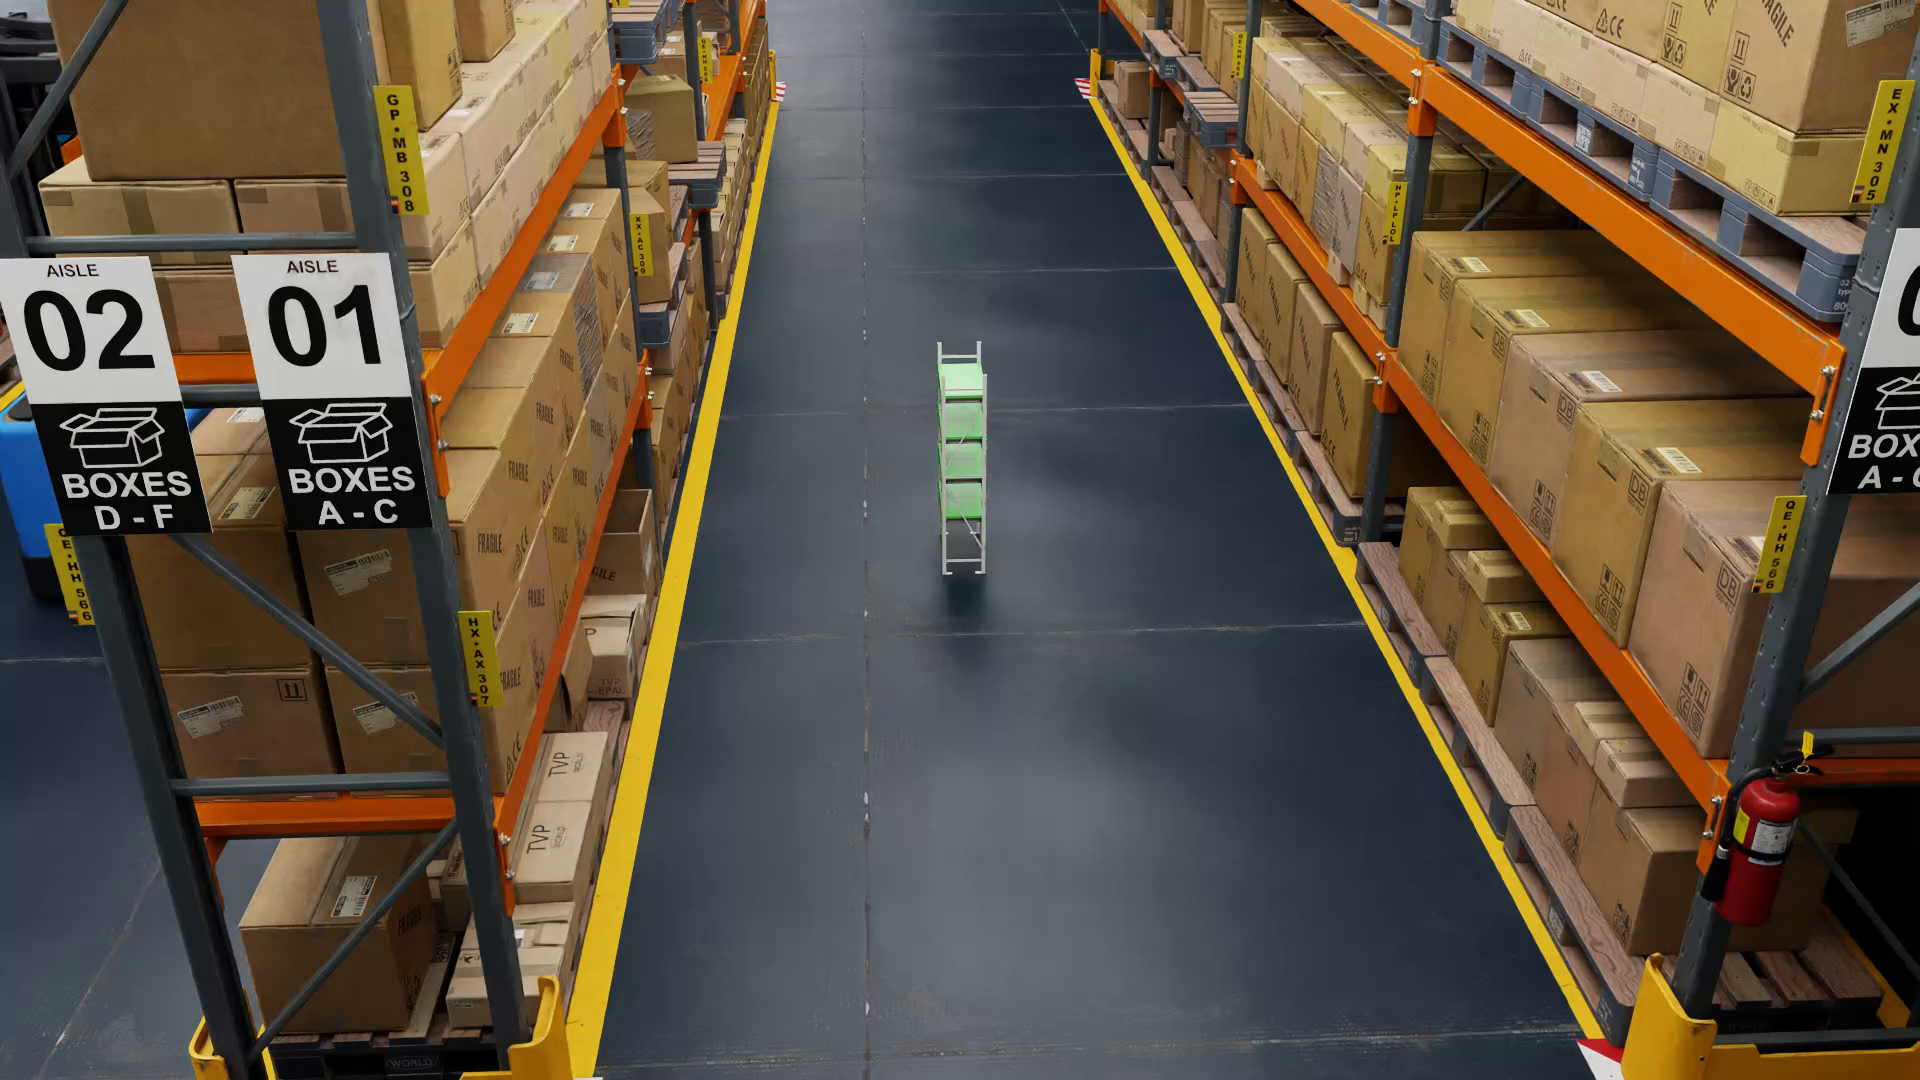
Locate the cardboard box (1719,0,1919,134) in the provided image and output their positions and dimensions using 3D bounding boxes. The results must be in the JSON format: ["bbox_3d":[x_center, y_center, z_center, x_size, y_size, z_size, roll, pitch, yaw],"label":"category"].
[{"bbox_3d":[2.681,-1.530,4.986,0.500,0.500,0.500,-1,28,-3],"label":"cardboard box"}]

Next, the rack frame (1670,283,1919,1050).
[{"bbox_3d":[2.992,0.628,5.303,1.000,3.000,0.127,-1,28,-3],"label":"rack frame"}]

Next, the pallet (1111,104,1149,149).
[{"bbox_3d":[2.228,-4.552,18.249,1.003,0.211,1.213,-1,28,-3],"label":"pallet"}]

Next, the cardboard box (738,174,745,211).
[{"bbox_3d":[-2.218,-3.105,14.980,0.500,0.250,0.500,-1,28,-2],"label":"cardboard box"}]

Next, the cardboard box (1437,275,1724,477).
[{"bbox_3d":[2.828,-0.764,7.648,0.980,0.700,0.700,-2,28,-4],"label":"cardboard box"}]

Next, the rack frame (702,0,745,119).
[{"bbox_3d":[-2.581,-4.793,15.696,1.000,3.000,0.127,-1,28,-3],"label":"rack frame"}]

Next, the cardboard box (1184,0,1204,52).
[{"bbox_3d":[2.380,-4.659,14.856,0.700,0.500,0.500,1,28,3],"label":"cardboard box"}]

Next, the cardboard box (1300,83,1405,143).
[{"bbox_3d":[2.432,-2.654,10.332,0.500,0.250,0.500,-2,28,-4],"label":"cardboard box"}]

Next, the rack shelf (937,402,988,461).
[{"bbox_3d":[0.009,-0.612,9.245,0.258,0.148,0.480,-1,28,-3],"label":"rack shelf"}]

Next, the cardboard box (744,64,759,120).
[{"bbox_3d":[-2.327,-4.545,16.928,0.500,0.500,0.500,-1,28,-3],"label":"cardboard box"}]

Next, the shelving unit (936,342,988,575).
[{"bbox_3d":[0.009,-0.456,9.326,0.258,1.200,0.503,-1,28,-3],"label":"shelving unit"}]

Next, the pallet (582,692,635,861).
[{"bbox_3d":[-2.062,1.020,7.566,1.003,0.211,1.213,-1,28,-3],"label":"pallet"}]

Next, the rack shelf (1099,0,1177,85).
[{"bbox_3d":[2.261,-5.519,17.865,1.077,0.370,4.000,-1,28,-3],"label":"rack shelf"}]

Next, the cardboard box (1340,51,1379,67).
[{"bbox_3d":[2.880,-3.142,11.268,0.500,0.250,0.500,-2,28,-4],"label":"cardboard box"}]

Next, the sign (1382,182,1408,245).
[{"bbox_3d":[2.242,-1.680,8.561,0.100,0.325,0.005,-1,28,-3],"label":"sign"}]

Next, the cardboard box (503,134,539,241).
[{"bbox_3d":[-1.769,-1.220,5.764,0.500,0.250,0.500,-1,28,-3],"label":"cardboard box"}]

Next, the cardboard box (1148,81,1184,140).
[{"bbox_3d":[2.271,-4.479,17.322,0.500,0.500,0.500,-3,28,-7],"label":"cardboard box"}]

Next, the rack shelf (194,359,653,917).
[{"bbox_3d":[-2.059,0.144,7.007,1.077,0.370,4.000,-1,28,-3],"label":"rack shelf"}]

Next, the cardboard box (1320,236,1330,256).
[{"bbox_3d":[2.460,-1.854,10.311,0.380,0.149,0.250,-2,28,-4],"label":"cardboard box"}]

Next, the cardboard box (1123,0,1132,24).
[{"bbox_3d":[1.979,-5.530,17.250,0.500,0.250,0.500,-2,28,-3],"label":"cardboard box"}]

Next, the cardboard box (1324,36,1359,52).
[{"bbox_3d":[2.857,-3.381,11.727,0.500,0.250,0.500,-1,28,-1],"label":"cardboard box"}]

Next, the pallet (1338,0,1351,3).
[{"bbox_3d":[2.722,-3.501,10.179,1.003,0.211,1.213,0,28,0],"label":"pallet"}]

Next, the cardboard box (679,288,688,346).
[{"bbox_3d":[-2.024,-1.440,10.684,0.500,0.250,0.500,-2,28,-4],"label":"cardboard box"}]

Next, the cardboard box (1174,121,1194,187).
[{"bbox_3d":[2.420,-3.661,15.754,0.700,0.500,0.500,0,28,-1],"label":"cardboard box"}]

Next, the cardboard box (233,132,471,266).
[{"bbox_3d":[-1.722,-0.980,4.763,0.500,0.250,0.500,-1,28,-3],"label":"cardboard box"}]

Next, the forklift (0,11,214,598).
[{"bbox_3d":[-4.626,-1.634,9.713,1.130,2.935,3.031,-2,28,-3],"label":"forklift"}]

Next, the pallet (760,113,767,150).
[{"bbox_3d":[-2.648,-4.489,18.129,1.003,0.211,1.213,-1,28,-3],"label":"pallet"}]

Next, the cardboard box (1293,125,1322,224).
[{"bbox_3d":[2.422,-2.310,10.484,0.500,0.500,0.500,-1,28,-1],"label":"cardboard box"}]

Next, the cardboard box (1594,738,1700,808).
[{"bbox_3d":[2.667,0.886,6.354,0.380,0.149,0.250,-2,28,-3],"label":"cardboard box"}]

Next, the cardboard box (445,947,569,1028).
[{"bbox_3d":[-1.633,1.616,6.014,0.380,0.149,0.250,-1,28,-3],"label":"cardboard box"}]

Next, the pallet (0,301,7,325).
[{"bbox_3d":[-7.321,-1.950,13.260,1.003,0.211,1.213,-1,28,-3],"label":"pallet"}]

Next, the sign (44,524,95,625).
[{"bbox_3d":[-2.510,0.100,4.721,0.100,0.325,0.005,-1,28,-3],"label":"sign"}]

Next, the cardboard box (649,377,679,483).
[{"bbox_3d":[-1.984,-0.660,10.000,0.500,0.500,0.500,-1,28,-2],"label":"cardboard box"}]

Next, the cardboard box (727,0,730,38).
[{"bbox_3d":[-2.645,-5.285,16.532,0.700,0.500,0.500,-2,28,-3],"label":"cardboard box"}]

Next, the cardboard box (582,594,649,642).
[{"bbox_3d":[-1.771,0.399,8.349,0.380,0.149,0.250,-1,28,-3],"label":"cardboard box"}]

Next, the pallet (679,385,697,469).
[{"bbox_3d":[-2.311,-0.801,11.058,1.003,0.211,1.213,-1,28,-3],"label":"pallet"}]

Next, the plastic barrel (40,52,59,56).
[{"bbox_3d":[-7.659,-3.949,13.931,0.433,0.535,0.433,0,28,0],"label":"plastic barrel"}]

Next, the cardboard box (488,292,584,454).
[{"bbox_3d":[-1.798,-0.657,6.577,0.500,0.500,0.500,-2,28,-3],"label":"cardboard box"}]

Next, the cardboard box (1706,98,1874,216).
[{"bbox_3d":[2.689,-1.198,5.160,0.500,0.250,0.500,-1,28,-1],"label":"cardboard box"}]

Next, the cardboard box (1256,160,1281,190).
[{"bbox_3d":[2.294,-2.565,11.675,0.380,0.149,0.250,-1,28,-1],"label":"cardboard box"}]

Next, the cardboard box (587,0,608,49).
[{"bbox_3d":[-1.867,-2.365,7.419,0.500,0.250,0.500,-1,28,-3],"label":"cardboard box"}]

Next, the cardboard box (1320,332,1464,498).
[{"bbox_3d":[2.619,-0.750,9.814,0.750,0.750,0.750,-1,28,-2],"label":"cardboard box"}]

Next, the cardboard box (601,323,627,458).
[{"bbox_3d":[-1.853,-0.680,7.702,0.500,0.500,0.500,-1,28,-1],"label":"cardboard box"}]

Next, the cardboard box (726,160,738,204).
[{"bbox_3d":[-2.194,-3.126,14.412,0.500,0.311,0.500,-2,28,-3],"label":"cardboard box"}]

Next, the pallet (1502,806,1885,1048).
[{"bbox_3d":[2.872,1.497,6.652,1.003,0.211,1.213,-1,28,-3],"label":"pallet"}]

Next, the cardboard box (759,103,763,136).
[{"bbox_3d":[-2.345,-4.443,17.545,0.500,0.250,0.500,-1,28,-3],"label":"cardboard box"}]

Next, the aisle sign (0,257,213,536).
[{"bbox_3d":[-2.257,-0.365,4.394,0.394,0.787,0.004,-1,28,-3],"label":"aisle sign"}]

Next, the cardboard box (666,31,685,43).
[{"bbox_3d":[-2.504,-4.007,14.082,0.500,0.500,0.500,-1,28,-3],"label":"cardboard box"}]

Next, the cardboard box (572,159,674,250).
[{"bbox_3d":[-2.064,-1.869,9.528,0.700,0.500,0.500,3,28,5],"label":"cardboard box"}]

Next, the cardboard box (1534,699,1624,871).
[{"bbox_3d":[2.829,0.998,6.842,0.700,0.500,0.500,-1,28,-3],"label":"cardboard box"}]
